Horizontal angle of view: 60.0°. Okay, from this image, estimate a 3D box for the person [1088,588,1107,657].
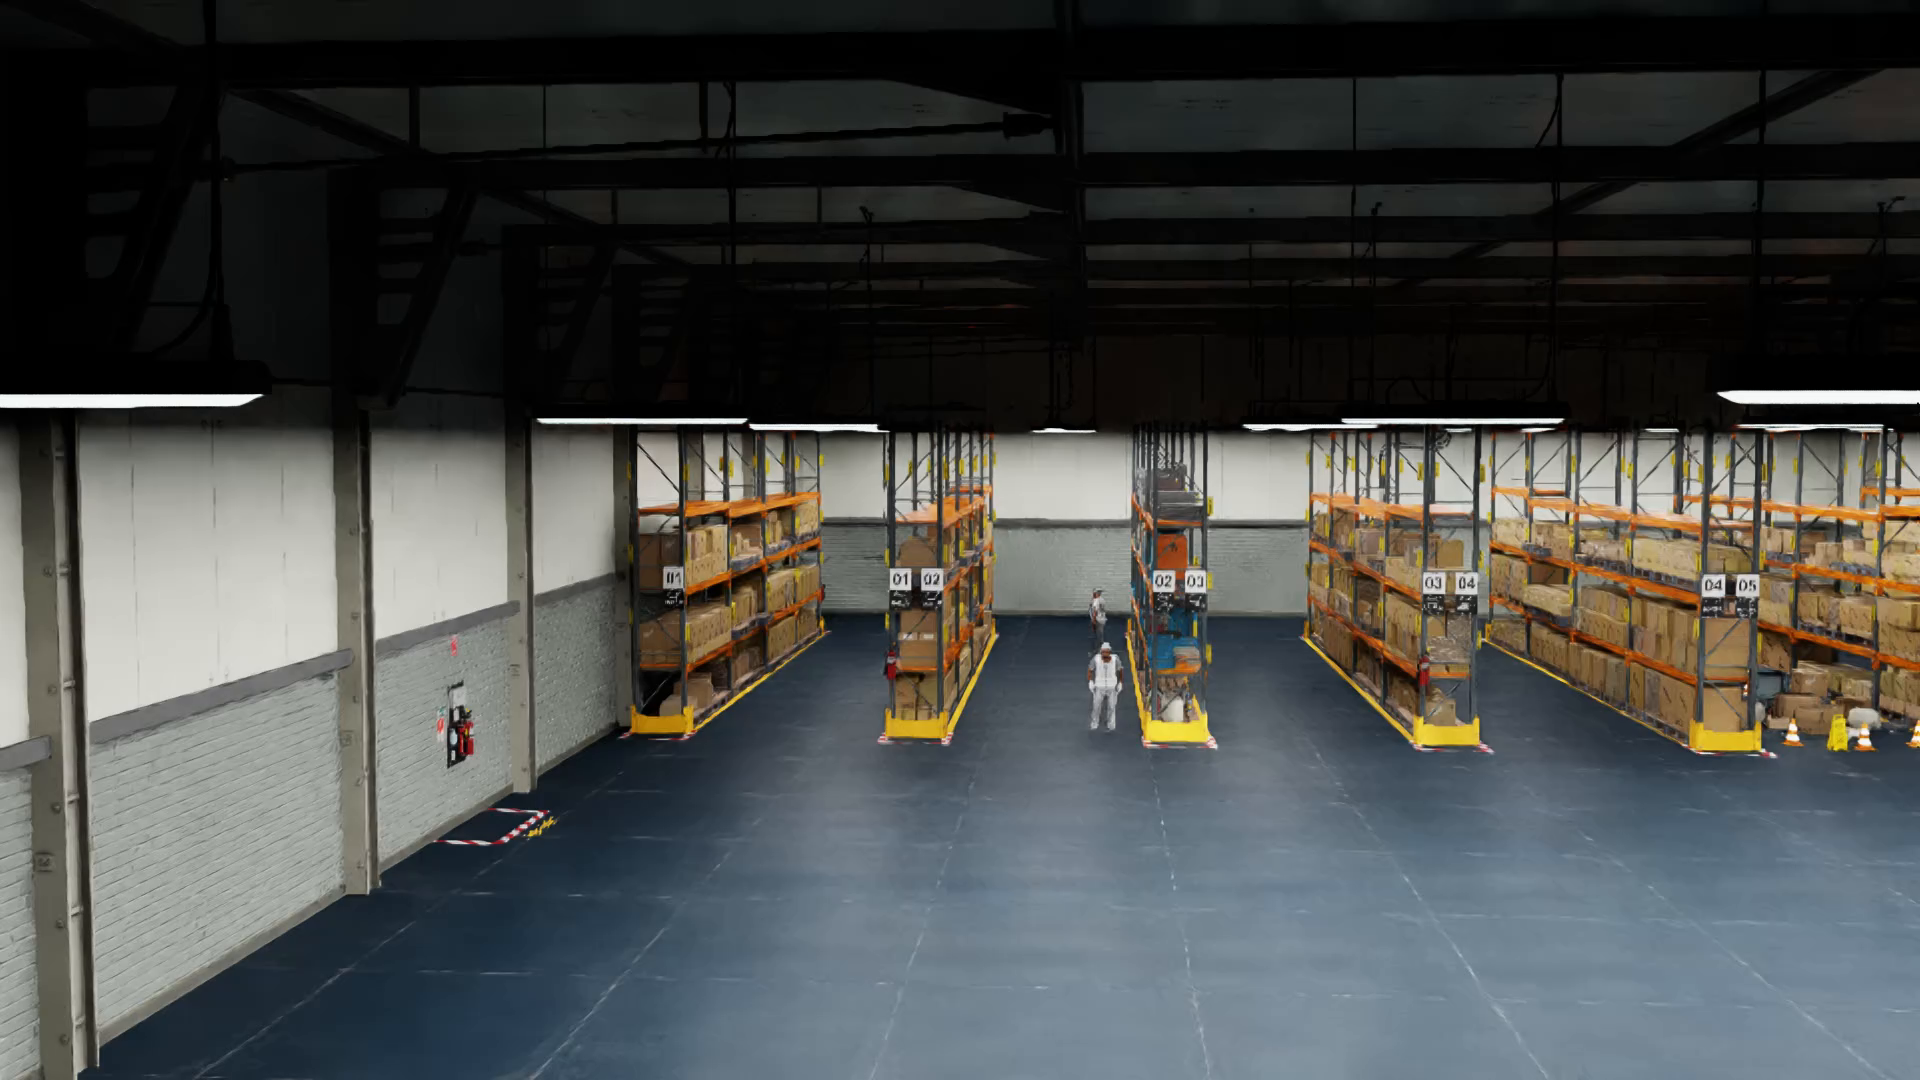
[{"bbox_3d":[3.525,2.120,42.886,0.547,1.750,0.641,1,4,22],"label":"person"}]

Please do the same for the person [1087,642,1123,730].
[{"bbox_3d":[2.808,2.826,32.182,0.702,1.735,0.549,0,4,4],"label":"person"}]
